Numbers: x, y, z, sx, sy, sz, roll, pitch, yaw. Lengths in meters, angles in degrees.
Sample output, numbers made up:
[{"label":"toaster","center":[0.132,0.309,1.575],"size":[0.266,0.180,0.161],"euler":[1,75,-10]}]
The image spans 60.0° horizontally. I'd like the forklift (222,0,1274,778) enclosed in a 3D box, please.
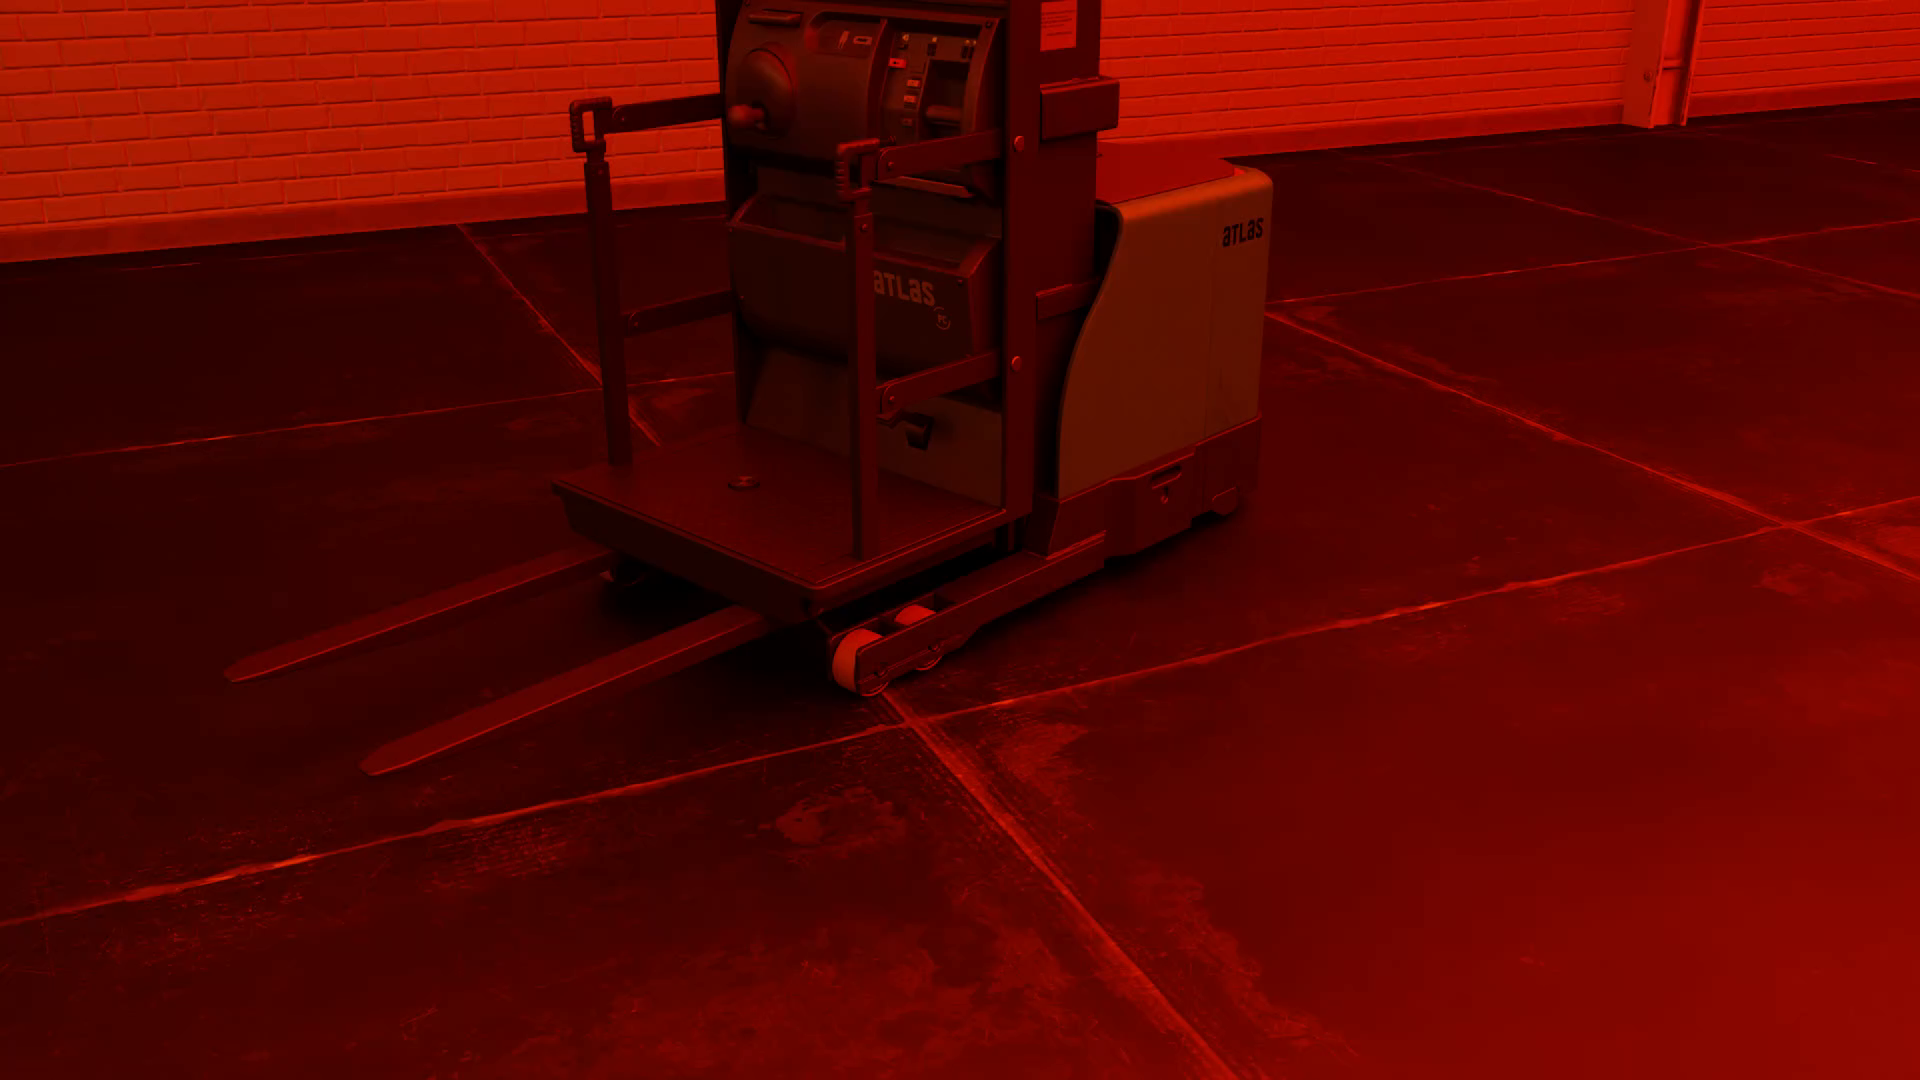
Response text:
[{"label":"forklift","center":[-0.413,-1.182,4.131],"size":[1.130,2.935,3.031],"euler":[19,29,39]}]
